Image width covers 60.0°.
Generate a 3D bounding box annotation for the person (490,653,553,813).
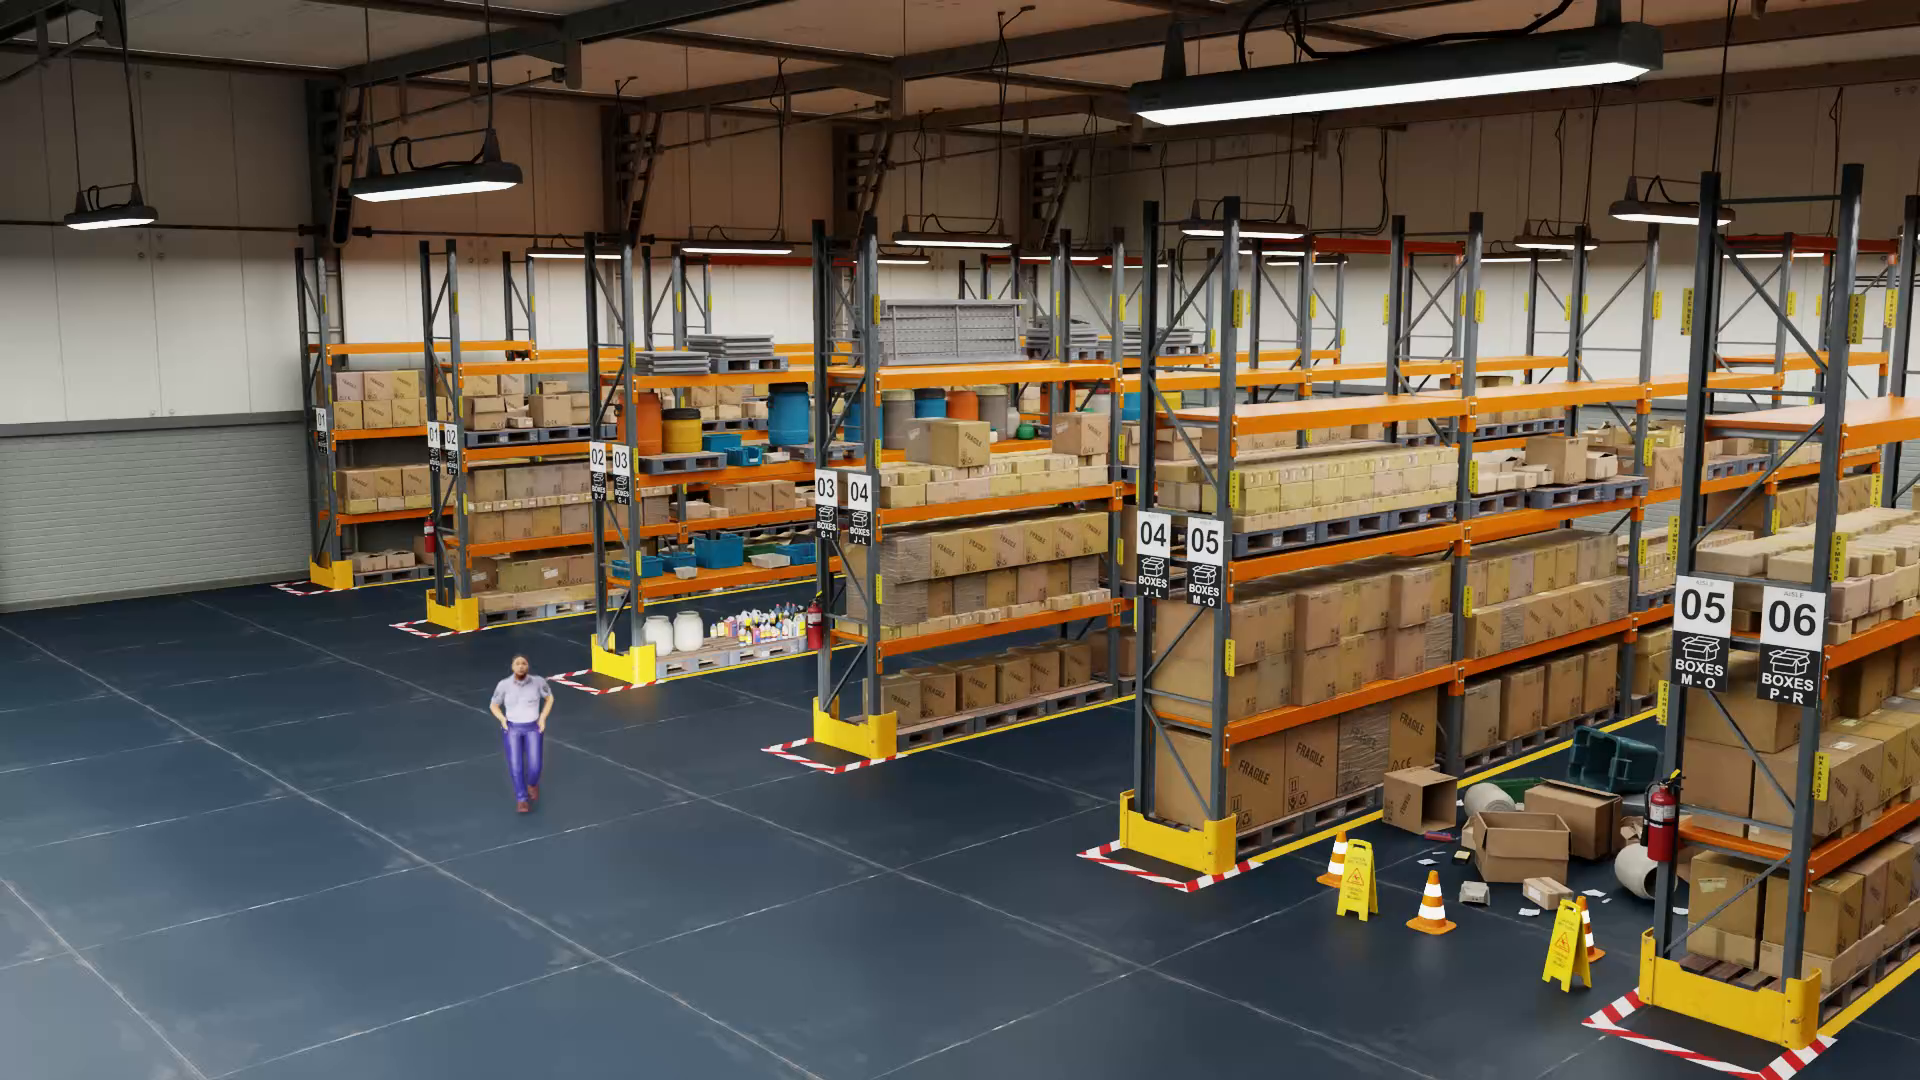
[{"bbox_3d":[-4.400,1.934,16.754,0.627,1.602,0.531,-2,9,-16],"label":"person"}]
